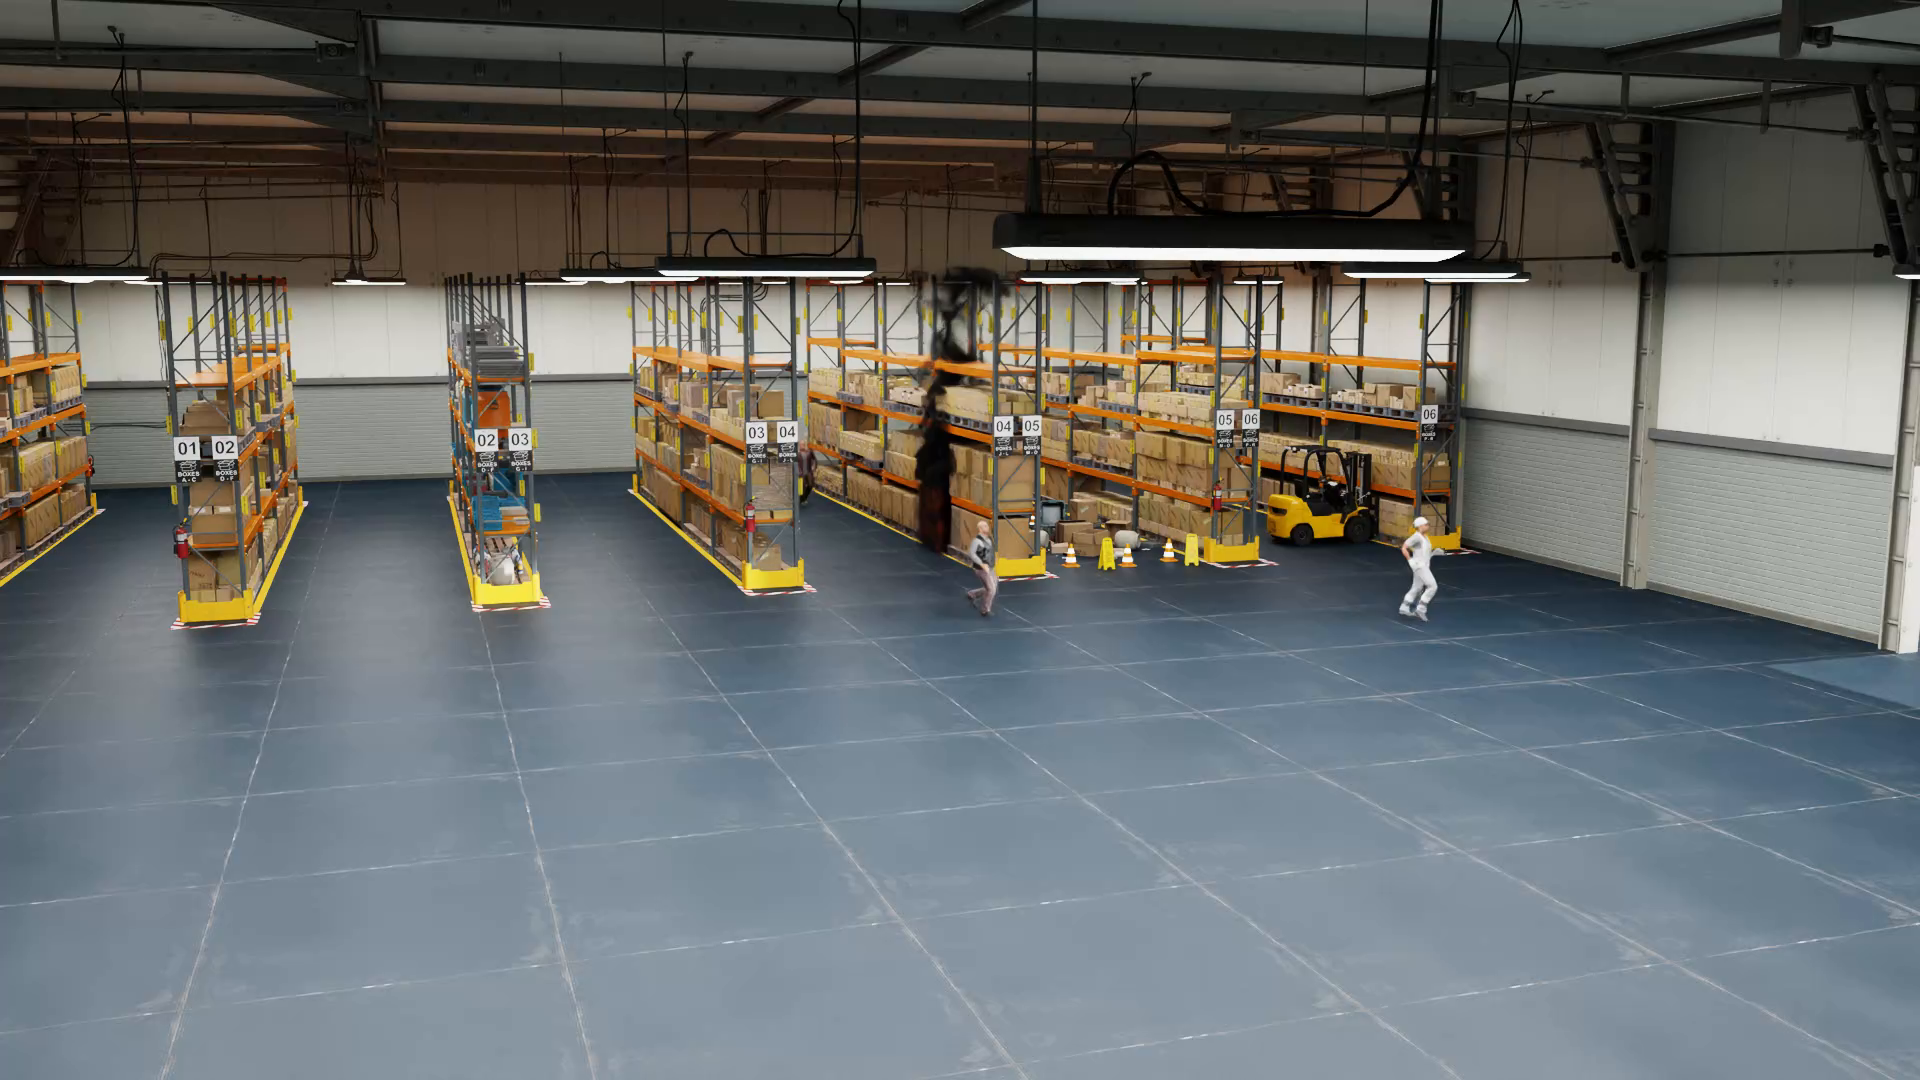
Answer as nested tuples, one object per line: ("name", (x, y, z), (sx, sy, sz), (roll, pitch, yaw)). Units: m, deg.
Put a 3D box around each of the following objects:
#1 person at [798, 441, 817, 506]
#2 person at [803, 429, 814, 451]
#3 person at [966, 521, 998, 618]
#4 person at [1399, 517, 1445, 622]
("person", (-4.099, -1.641, 43.848), (0.722, 1.533, 0.607), (-2, 9, -15))
("person", (-4.635, -2.541, 49.728), (0.590, 1.575, 0.671), (0, 9, -1))
("person", (0.377, 0.503, 29.238), (0.601, 1.699, 0.660), (4, 10, 25))
("person", (7.996, 0.510, 28.797), (0.735, 1.817, 0.641), (4, 9, 24))
